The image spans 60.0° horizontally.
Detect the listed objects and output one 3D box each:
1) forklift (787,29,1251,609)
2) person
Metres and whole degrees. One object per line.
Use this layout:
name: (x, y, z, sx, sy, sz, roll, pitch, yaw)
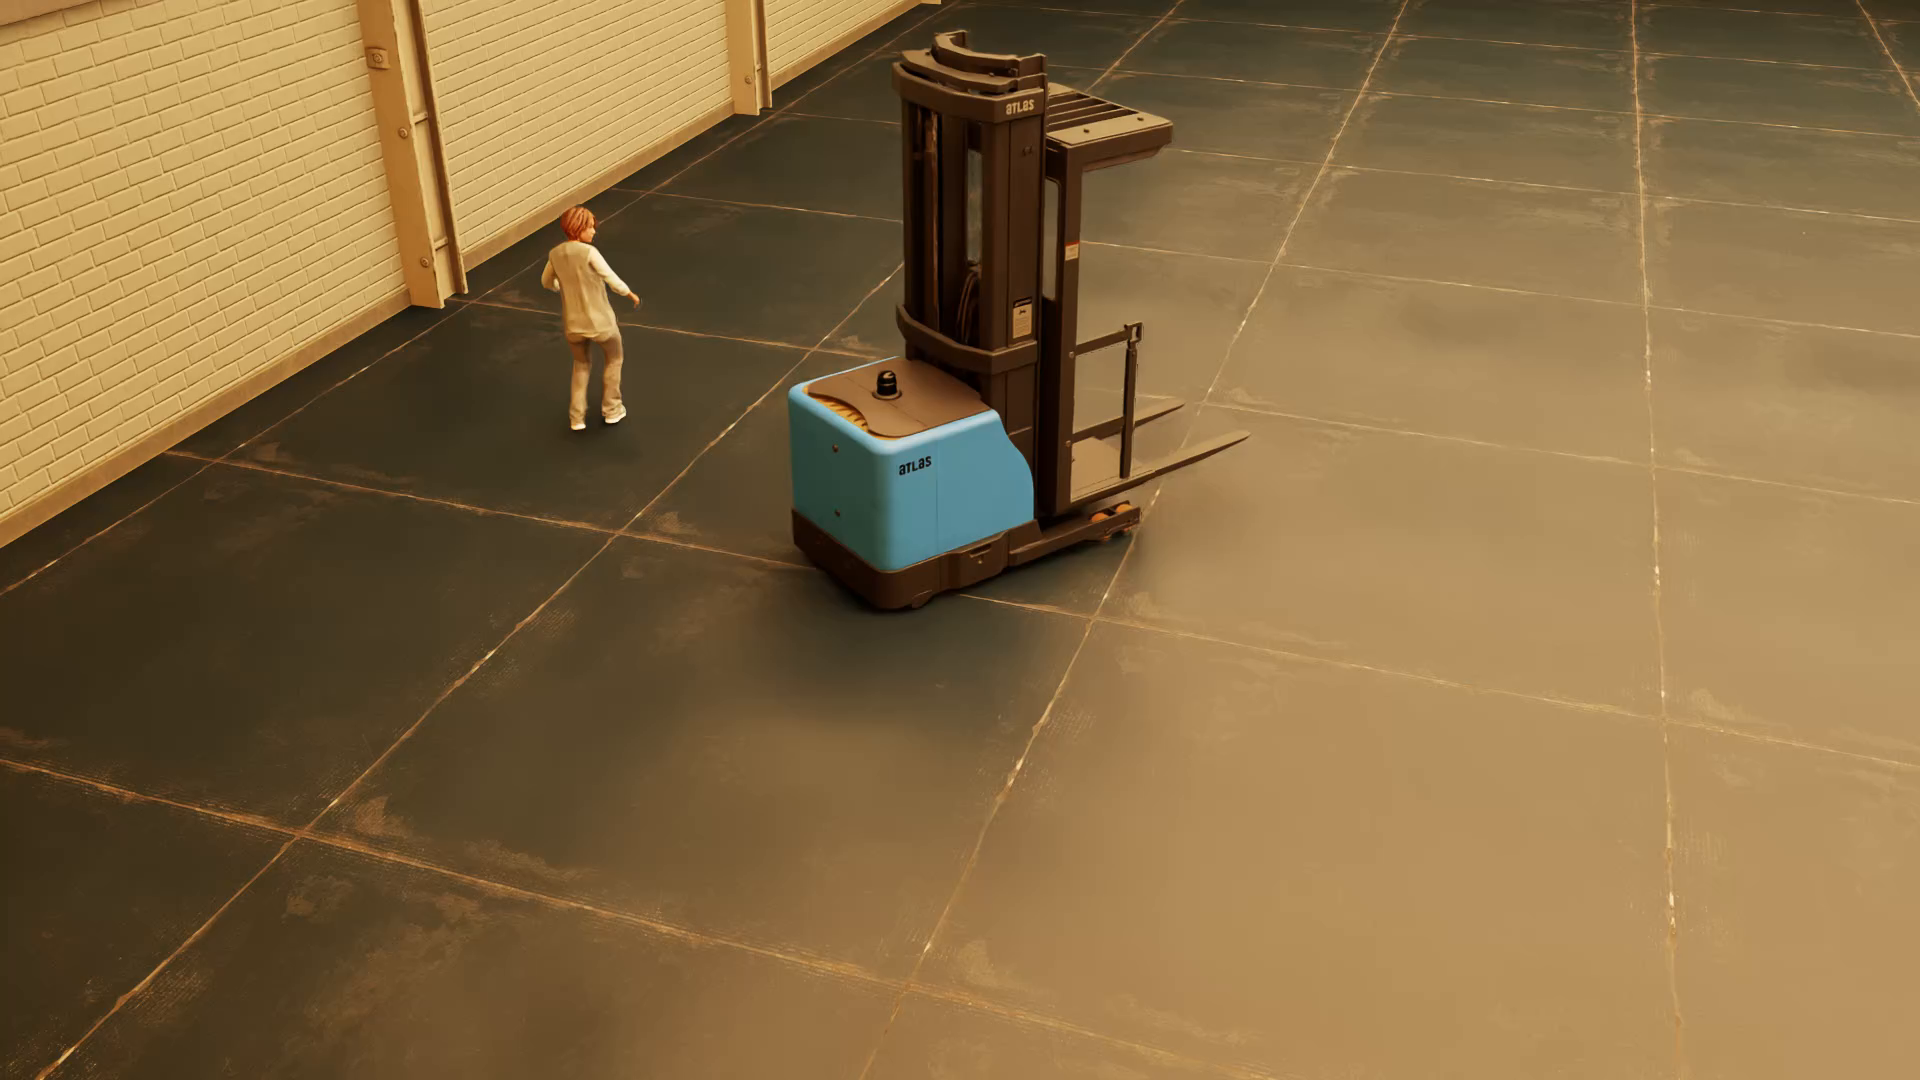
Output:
forklift: (0.487, -1.458, 9.694, 3.031, 2.935, 1.130, -20, 35, -31)
person: (-2.479, -1.481, 11.190, 0.657, 1.549, 0.570, 7, 30, 11)
